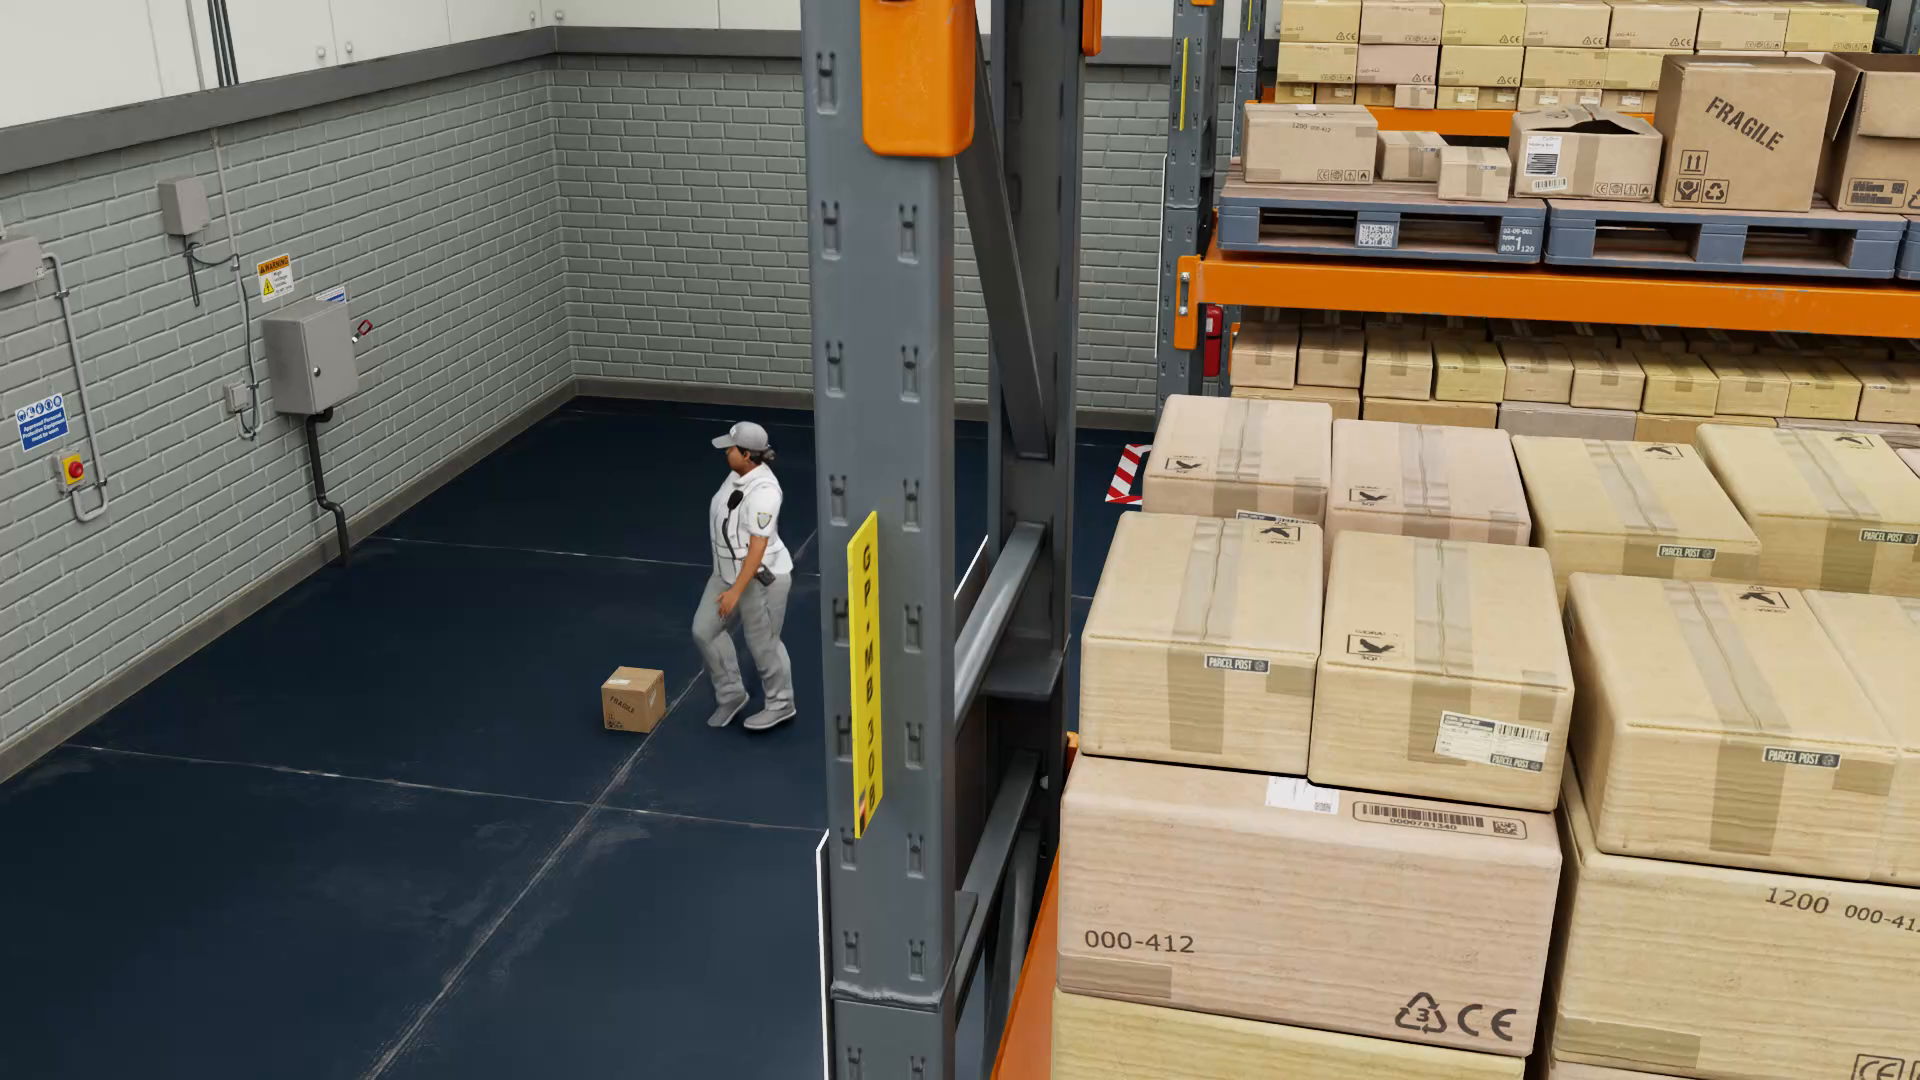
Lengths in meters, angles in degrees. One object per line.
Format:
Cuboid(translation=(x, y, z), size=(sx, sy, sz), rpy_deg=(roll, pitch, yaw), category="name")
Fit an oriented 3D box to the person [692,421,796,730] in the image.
Cuboid(translation=(-1.109, 0.234, 8.548), size=(0.465, 1.730, 0.493), rpy_deg=(-13, 25, -30), category="person")
